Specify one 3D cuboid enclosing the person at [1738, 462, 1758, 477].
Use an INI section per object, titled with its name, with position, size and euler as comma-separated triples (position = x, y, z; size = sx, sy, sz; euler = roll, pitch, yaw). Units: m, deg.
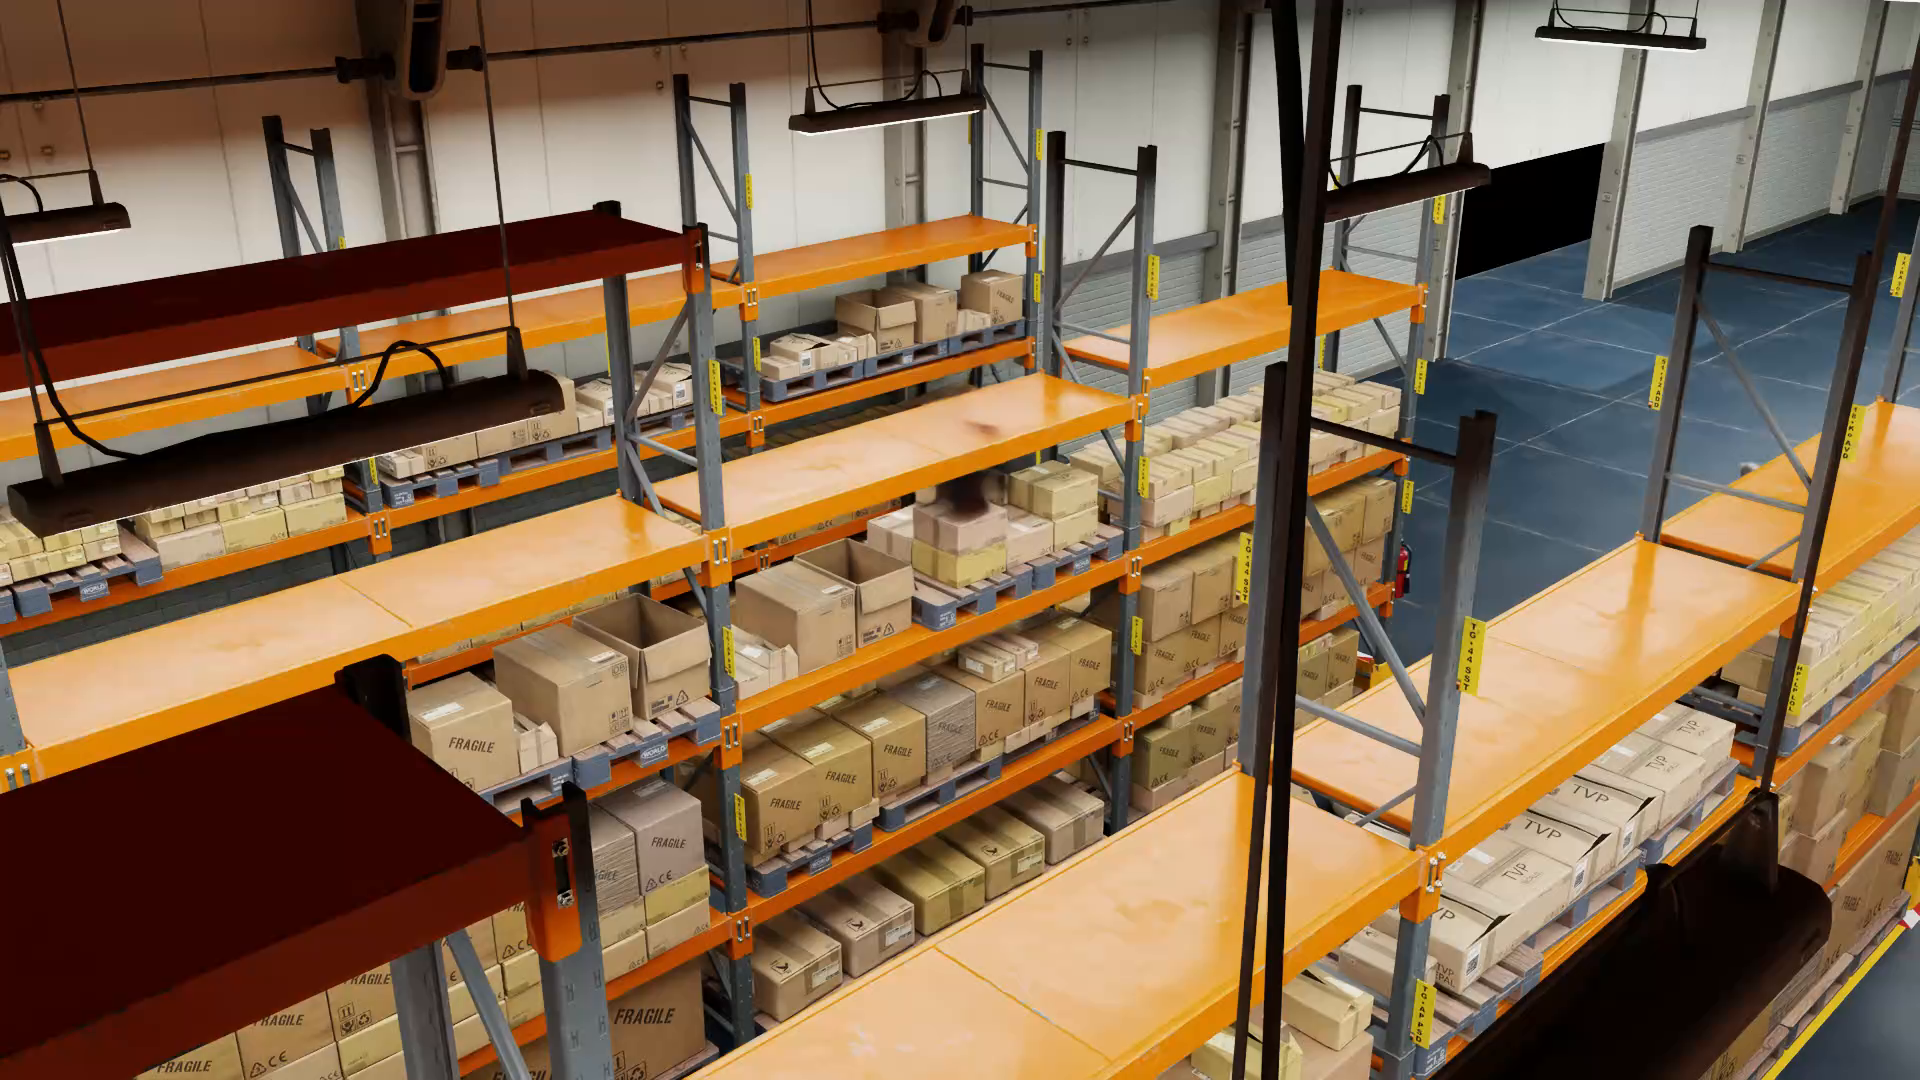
[person]
position = 8.920, -0.126, 19.038
size = 0.613, 1.620, 0.669
euler = 0, 22, 0
